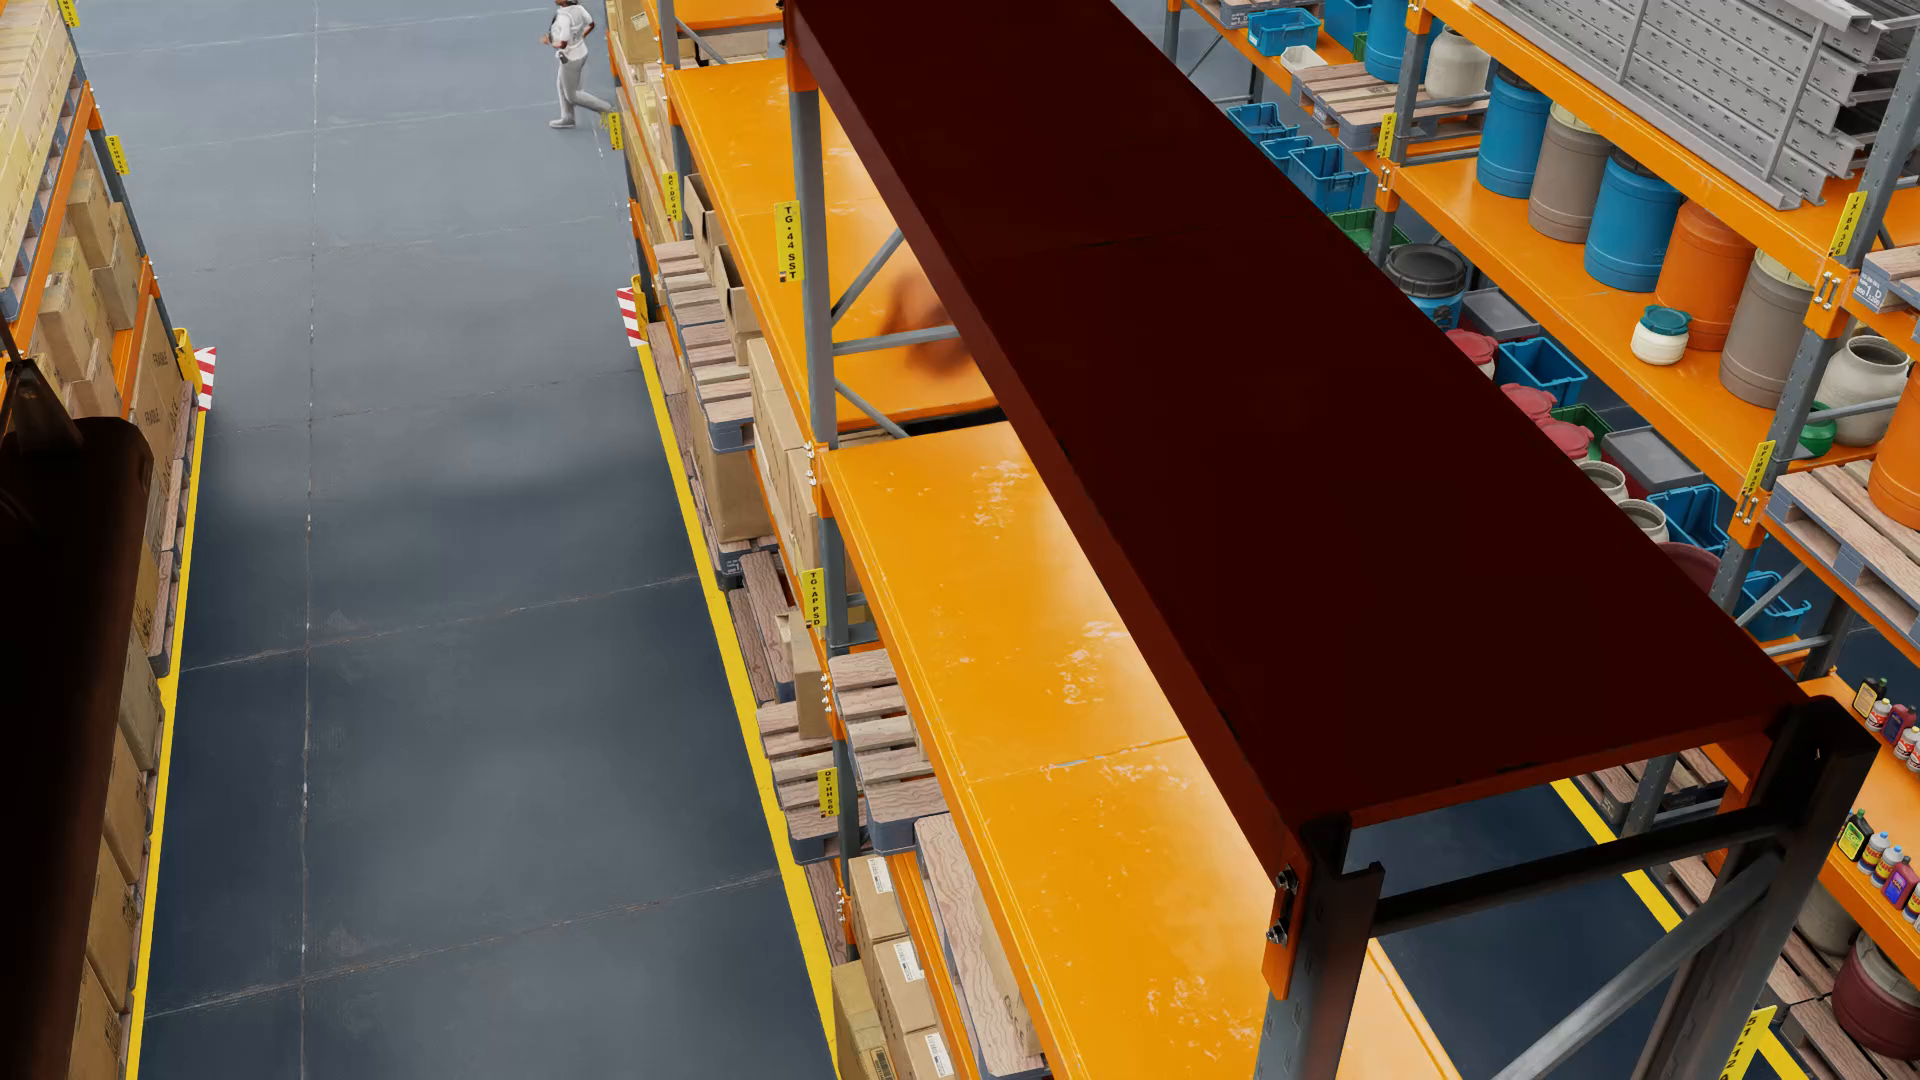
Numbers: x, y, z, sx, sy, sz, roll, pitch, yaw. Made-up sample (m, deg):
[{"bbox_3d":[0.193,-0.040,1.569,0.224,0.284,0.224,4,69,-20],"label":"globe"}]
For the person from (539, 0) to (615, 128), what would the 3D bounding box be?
[{"bbox_3d":[-4.195,-5.262,18.117,0.834,1.669,0.588,6,39,7],"label":"person"}]
